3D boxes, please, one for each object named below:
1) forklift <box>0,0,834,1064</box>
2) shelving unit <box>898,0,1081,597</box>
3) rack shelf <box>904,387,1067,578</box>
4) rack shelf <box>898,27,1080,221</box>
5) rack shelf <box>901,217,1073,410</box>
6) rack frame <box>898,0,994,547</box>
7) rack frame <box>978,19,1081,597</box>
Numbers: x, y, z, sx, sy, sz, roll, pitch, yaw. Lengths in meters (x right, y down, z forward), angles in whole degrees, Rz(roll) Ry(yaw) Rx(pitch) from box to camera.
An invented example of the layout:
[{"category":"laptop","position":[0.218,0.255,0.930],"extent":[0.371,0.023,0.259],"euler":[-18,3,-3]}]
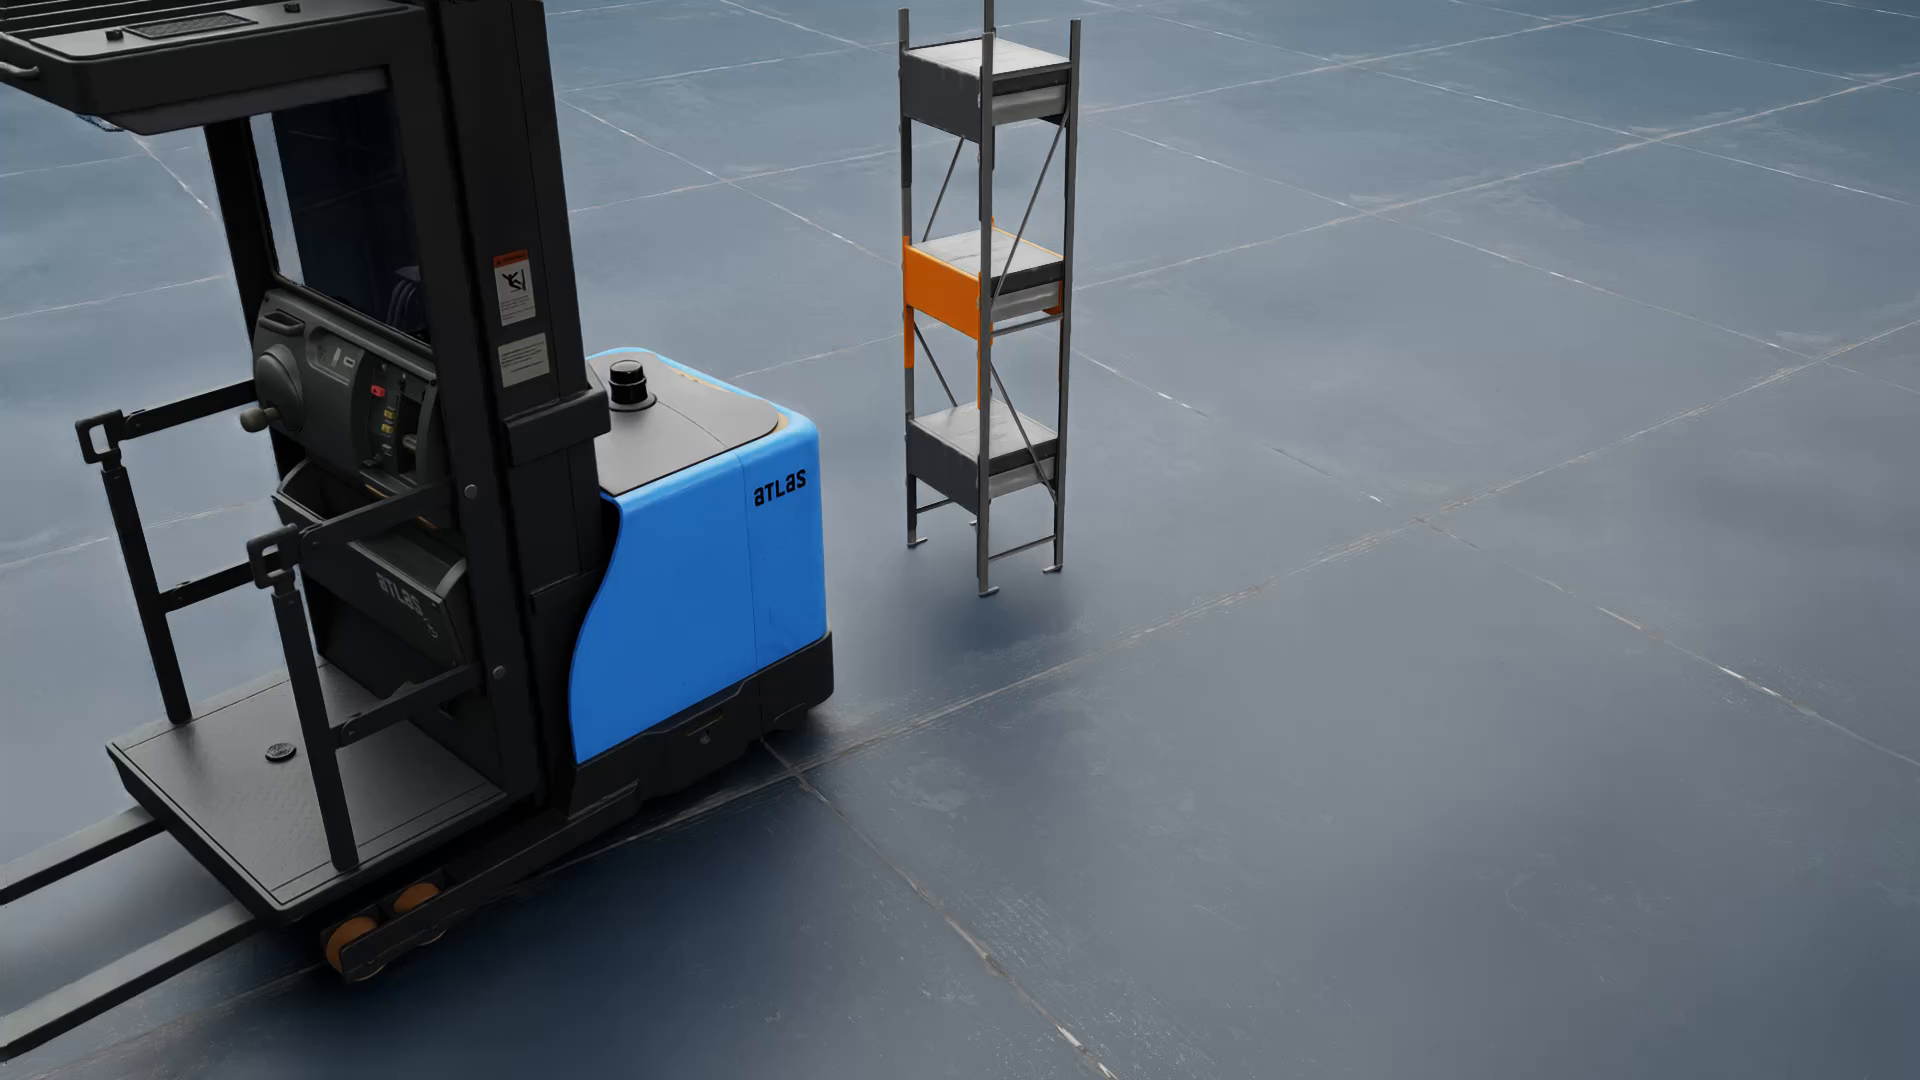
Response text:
[{"category":"forklift","position":[-1.805,-0.364,4.349],"extent":[1.130,2.935,3.031],"euler":[24,37,37]},{"category":"shelving unit","position":[0.096,-0.858,6.130],"extent":[0.431,2.100,0.503],"euler":[-19,34,-31]},{"category":"rack shelf","position":[0.096,-0.231,6.471],"extent":[0.431,0.518,0.480],"euler":[-19,34,-31]},{"category":"rack shelf","position":[0.096,-1.461,5.803],"extent":[0.431,0.518,0.480],"euler":[-19,34,-31]},{"category":"rack shelf","position":[0.096,-0.846,6.137],"extent":[0.431,0.518,0.480],"euler":[-19,34,-31]},{"category":"rack frame","position":[-0.046,-0.953,6.305],"extent":[0.400,2.100,0.015],"euler":[-19,34,-31]},{"category":"rack frame","position":[0.238,-0.763,5.956],"extent":[0.400,2.100,0.015],"euler":[-19,34,-31]}]
